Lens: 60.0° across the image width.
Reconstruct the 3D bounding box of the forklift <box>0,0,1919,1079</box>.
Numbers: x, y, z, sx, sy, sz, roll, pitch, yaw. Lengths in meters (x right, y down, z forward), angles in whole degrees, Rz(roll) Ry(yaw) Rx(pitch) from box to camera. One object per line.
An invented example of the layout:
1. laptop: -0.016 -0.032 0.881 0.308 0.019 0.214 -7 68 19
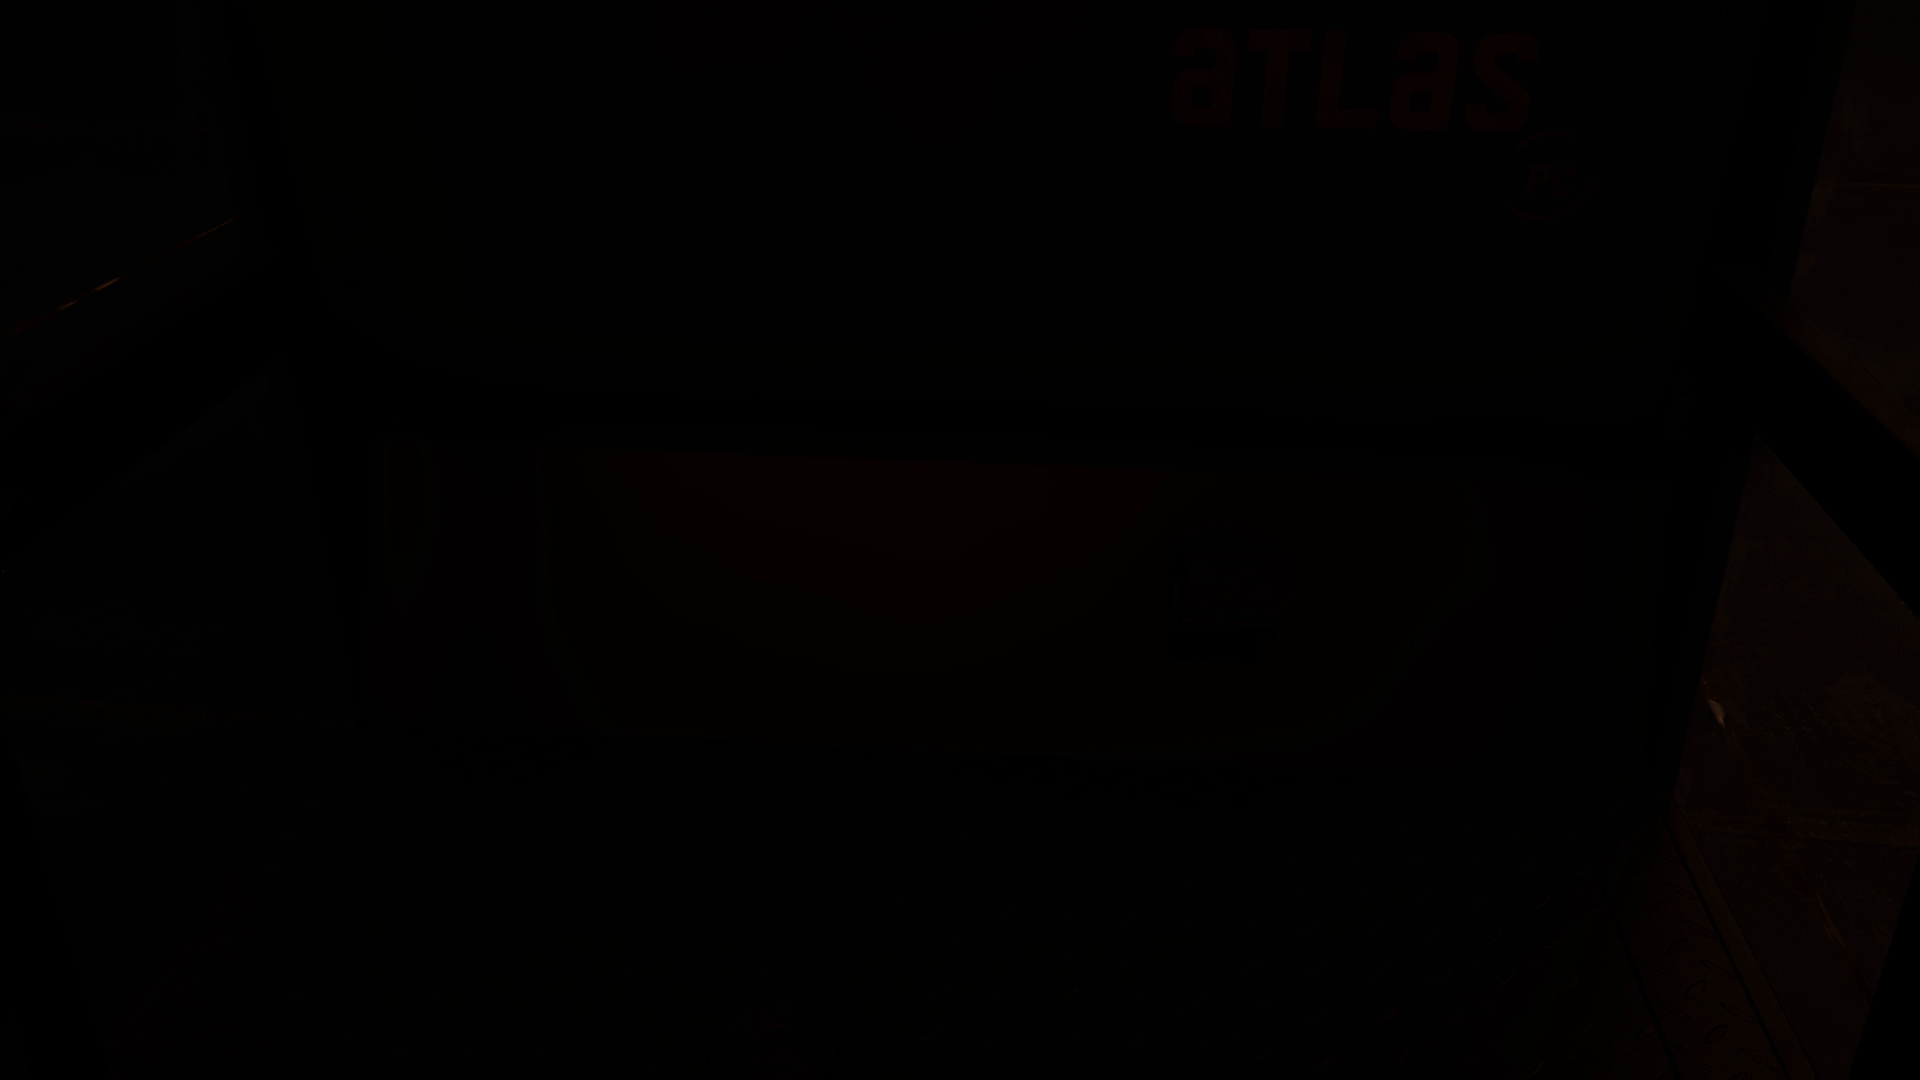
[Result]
1. forklift: 0.002 -0.724 0.667 1.130 2.935 3.031 2 27 5
